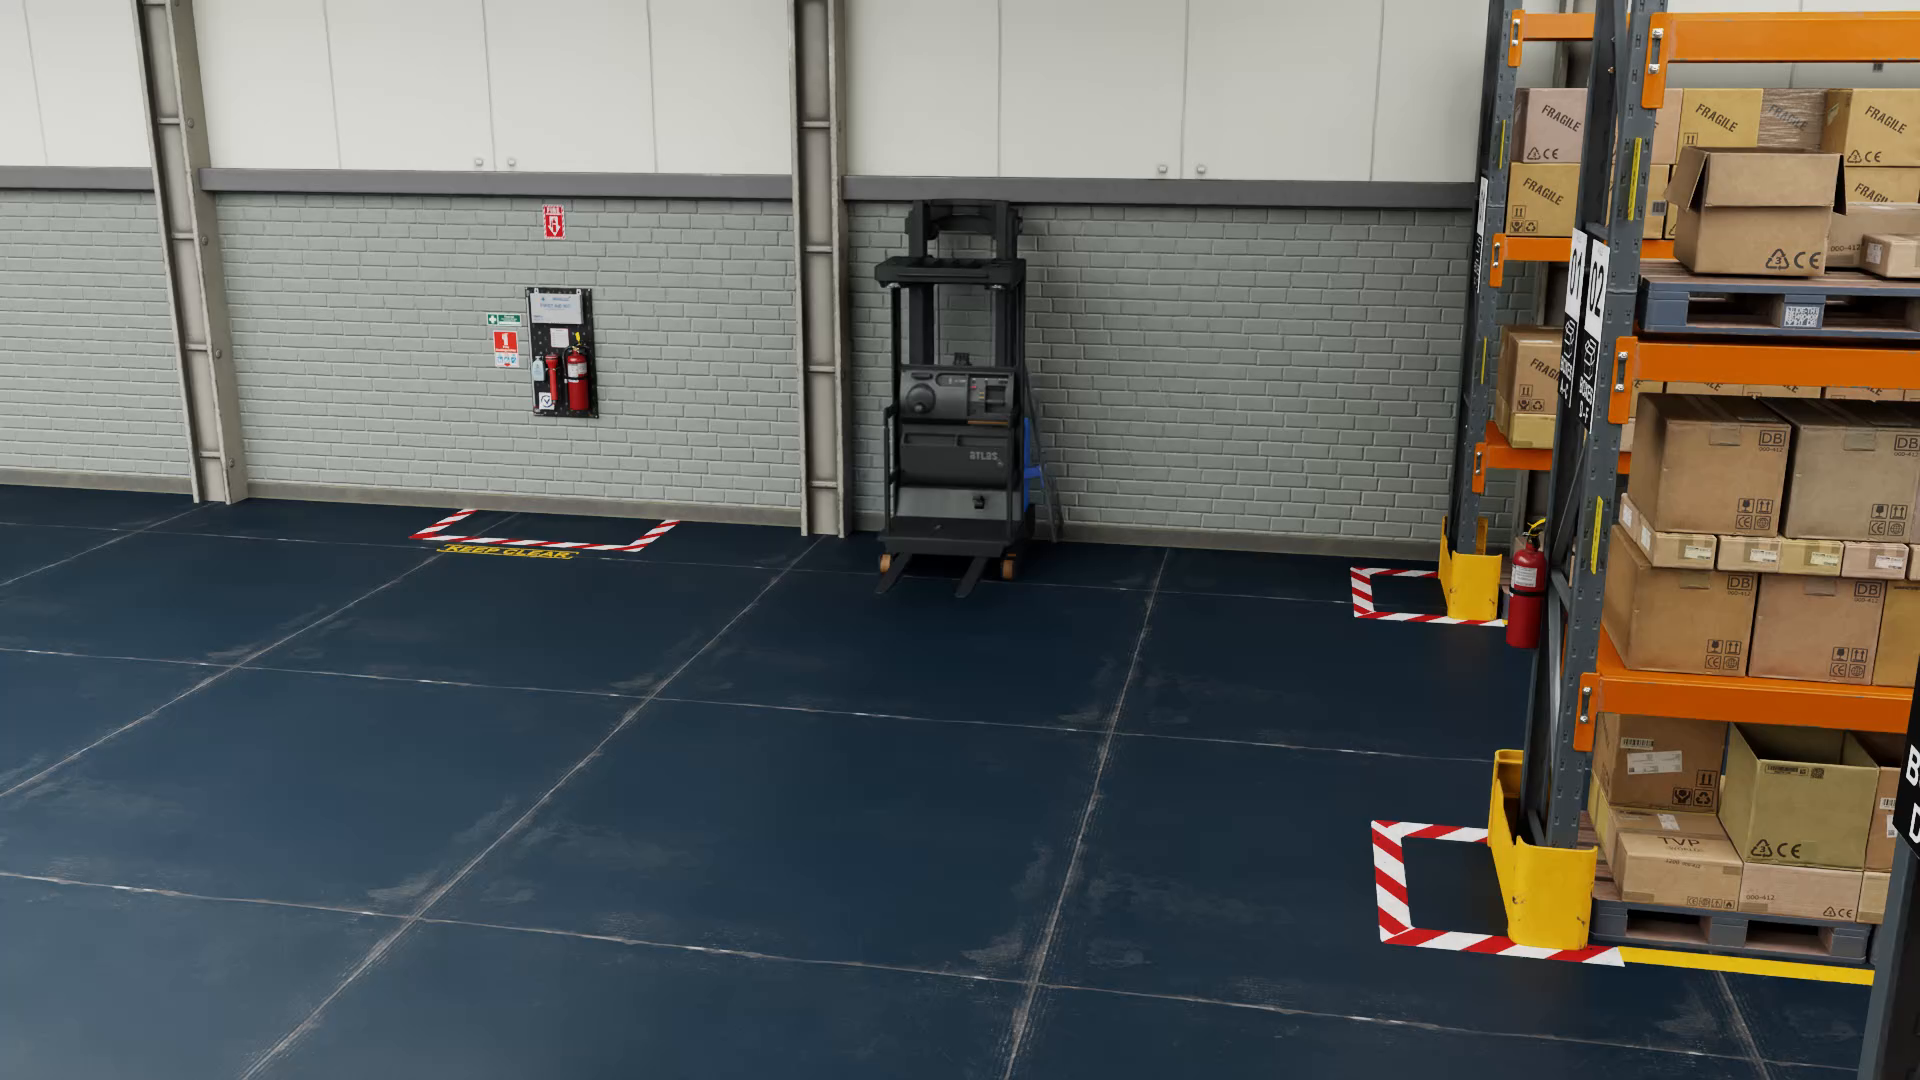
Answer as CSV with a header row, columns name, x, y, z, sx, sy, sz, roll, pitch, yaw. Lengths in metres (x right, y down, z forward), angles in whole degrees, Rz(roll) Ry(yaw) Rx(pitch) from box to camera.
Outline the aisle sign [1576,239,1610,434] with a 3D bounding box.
name,x,y,z,sx,sy,sz,roll,pitch,yaw
aisle sign,2.739,-0.887,7.205,0.004,0.787,0.394,3,16,11

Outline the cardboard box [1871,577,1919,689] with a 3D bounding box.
name,x,y,z,sx,sy,sz,roll,pitch,yaw
cardboard box,4.321,0.324,7.516,0.500,0.500,0.700,3,16,11

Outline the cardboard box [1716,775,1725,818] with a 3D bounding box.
name,x,y,z,sx,sy,sz,roll,pitch,yaw
cardboard box,3.941,1.387,8.231,0.500,0.250,0.500,3,16,11

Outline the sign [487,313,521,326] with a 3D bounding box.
name,x,y,z,sx,sy,sz,roll,pitch,yaw
sign,-4.106,-1.983,14.972,0.331,0.109,0.001,3,16,11

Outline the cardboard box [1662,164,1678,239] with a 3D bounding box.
name,x,y,z,sx,sy,sz,roll,pitch,yaw
cardboard box,5.155,-2.362,11.558,0.500,0.500,0.500,4,16,14

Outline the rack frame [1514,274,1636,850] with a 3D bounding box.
name,x,y,z,sx,sy,sz,roll,pitch,yaw
rack frame,2.865,0.289,7.829,0.127,3.000,1.000,3,16,11

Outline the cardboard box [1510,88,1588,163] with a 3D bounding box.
name,x,y,z,sx,sy,sz,roll,pitch,yaw
cardboard box,4.177,-2.908,11.654,0.500,0.500,0.500,2,16,7

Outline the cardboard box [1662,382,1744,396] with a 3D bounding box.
name,x,y,z,sx,sy,sz,roll,pitch,yaw
cardboard box,5.244,-1.143,11.840,0.500,0.500,0.500,3,16,9

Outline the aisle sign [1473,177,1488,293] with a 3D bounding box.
name,x,y,z,sx,sy,sz,roll,pitch,yaw
aisle sign,3.718,-2.185,11.891,0.004,0.787,0.394,3,16,11

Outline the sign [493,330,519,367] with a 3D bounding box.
name,x,y,z,sx,sy,sz,roll,pitch,yaw
sign,-4.108,-1.730,15.052,0.234,0.329,0.001,3,16,11

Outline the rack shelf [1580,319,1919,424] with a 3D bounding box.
name,x,y,z,sx,sy,sz,roll,pitch,yaw
rack shelf,4.825,-0.703,7.140,4.000,0.370,1.077,3,16,11

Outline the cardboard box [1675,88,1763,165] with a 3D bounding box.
name,x,y,z,sx,sy,sz,roll,pitch,yaw
cardboard box,5.163,-2.844,11.422,0.500,0.500,0.500,4,16,13

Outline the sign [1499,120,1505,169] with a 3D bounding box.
name,x,y,z,sx,sy,sz,roll,pitch,yaw
sign,3.740,-2.732,11.478,0.005,0.325,0.100,3,16,11

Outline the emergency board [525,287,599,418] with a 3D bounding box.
name,x,y,z,sx,sy,sz,roll,pitch,yaw
emergency board,-3.587,-1.656,14.853,0.643,1.169,0.194,3,16,11

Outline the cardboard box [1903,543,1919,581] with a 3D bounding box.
name,x,y,z,sx,sy,sz,roll,pitch,yaw
cardboard box,4.218,0.060,7.253,0.250,0.149,0.380,3,16,9

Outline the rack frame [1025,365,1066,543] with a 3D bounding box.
name,x,y,z,sx,sy,sz,roll,pitch,yaw
rack frame,0.719,-0.745,14.114,0.032,1.500,0.500,-9,5,14

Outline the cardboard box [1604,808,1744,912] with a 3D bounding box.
name,x,y,z,sx,sy,sz,roll,pitch,yaw
cardboard box,3.346,1.499,7.826,0.500,0.250,0.500,3,16,11

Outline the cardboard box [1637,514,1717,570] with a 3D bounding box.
name,x,y,z,sx,sy,sz,roll,pitch,yaw
cardboard box,3.206,0.006,7.450,0.250,0.149,0.380,3,16,11

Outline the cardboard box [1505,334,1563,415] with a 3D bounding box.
name,x,y,z,sx,sy,sz,roll,pitch,yaw
cardboard box,4.256,-1.201,12.049,0.500,0.500,0.500,3,16,11

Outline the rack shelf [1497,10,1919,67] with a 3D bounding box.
name,x,y,z,sx,sy,sz,roll,pitch,yaw
rack shelf,5.808,-3.443,11.419,4.000,0.370,1.077,3,16,11

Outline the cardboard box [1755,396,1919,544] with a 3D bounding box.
name,x,y,z,sx,sy,sz,roll,pitch,yaw
cardboard box,3.888,-0.327,7.434,0.500,0.500,0.700,3,16,10

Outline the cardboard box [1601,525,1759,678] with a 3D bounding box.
name,x,y,z,sx,sy,sz,roll,pitch,yaw
cardboard box,3.320,0.269,7.713,0.500,0.500,0.700,3,16,11

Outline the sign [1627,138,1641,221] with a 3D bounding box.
name,x,y,z,sx,sy,sz,roll,pitch,yaw
sign,2.748,-1.471,6.778,0.005,0.325,0.100,3,16,11

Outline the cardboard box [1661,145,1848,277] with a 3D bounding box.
name,x,y,z,sx,sy,sz,roll,pitch,yaw
cardboard box,3.427,-1.444,7.225,0.637,0.503,0.797,4,16,15

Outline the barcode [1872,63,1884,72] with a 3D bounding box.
name,x,y,z,sx,sy,sz,roll,pitch,yaw
barcode,6.492,-3.341,11.758,0.075,0.075,0.001,3,16,11

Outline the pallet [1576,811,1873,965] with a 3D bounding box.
name,x,y,z,sx,sy,sz,roll,pitch,yaw
pallet,3.622,1.663,8.093,1.213,0.211,1.003,3,16,11

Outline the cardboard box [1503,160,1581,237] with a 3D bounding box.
name,x,y,z,sx,sy,sz,roll,pitch,yaw
cardboard box,4.126,-2.427,11.791,0.500,0.500,0.500,4,16,13

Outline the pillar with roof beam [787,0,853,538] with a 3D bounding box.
name,x,y,z,sx,sy,sz,roll,pitch,yaw
pillar with roof beam,-2.031,-3.280,9.476,0.400,9.000,9.100,3,16,11

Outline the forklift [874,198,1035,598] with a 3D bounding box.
name,x,y,z,sx,sy,sz,roll,pitch,yaw
forklift,-0.055,-1.194,13.310,1.130,2.935,3.031,2,16,9

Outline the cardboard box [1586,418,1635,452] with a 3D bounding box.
name,x,y,z,sx,sy,sz,roll,pitch,yaw
cardboard box,4.775,-0.811,12.045,0.500,0.250,0.500,3,16,9

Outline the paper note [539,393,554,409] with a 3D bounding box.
name,x,y,z,sx,sy,sz,roll,pitch,yaw
paper note,-3.747,-1.259,15.070,0.142,0.148,0.016,3,16,11

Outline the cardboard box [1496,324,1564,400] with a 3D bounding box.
name,x,y,z,sx,sy,sz,roll,pitch,yaw
cardboard box,4.352,-1.336,12.535,0.500,0.500,0.500,3,16,10

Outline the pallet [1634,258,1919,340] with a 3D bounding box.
name,x,y,z,sx,sy,sz,roll,pitch,yaw
pallet,3.552,-1.069,7.280,1.213,0.211,1.003,3,16,11

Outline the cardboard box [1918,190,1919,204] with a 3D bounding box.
name,x,y,z,sx,sy,sz,roll,pitch,yaw
cardboard box,6.731,-2.290,11.296,0.500,0.500,0.500,2,16,6

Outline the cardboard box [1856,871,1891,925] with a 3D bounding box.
name,x,y,z,sx,sy,sz,roll,pitch,yaw
cardboard box,4.326,1.551,7.637,0.500,0.250,0.500,3,16,11

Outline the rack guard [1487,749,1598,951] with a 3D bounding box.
name,x,y,z,sx,sy,sz,roll,pitch,yaw
rack guard,2.841,1.493,8.167,0.348,0.500,1.175,3,16,11

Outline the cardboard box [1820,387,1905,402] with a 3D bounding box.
name,x,y,z,sx,sy,sz,roll,pitch,yaw
cardboard box,6.261,-1.092,11.653,0.500,0.500,0.500,3,16,9

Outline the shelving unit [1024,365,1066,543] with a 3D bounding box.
name,x,y,z,sx,sy,sz,roll,pitch,yaw
shelving unit,0.231,-0.668,14.235,1.048,1.500,0.538,-9,5,14

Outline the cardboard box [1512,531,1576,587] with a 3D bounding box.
name,x,y,z,sx,sy,sz,roll,pitch,yaw
cardboard box,4.508,0.137,12.590,0.500,0.311,0.500,1,16,5

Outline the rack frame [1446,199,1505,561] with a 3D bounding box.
name,x,y,z,sx,sy,sz,roll,pitch,yaw
rack frame,3.848,-1.007,12.507,0.127,3.000,1.000,3,16,11

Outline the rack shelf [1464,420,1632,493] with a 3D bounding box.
name,x,y,z,sx,sy,sz,roll,pitch,yaw
rack shelf,5.808,-0.554,12.219,4.000,0.370,1.077,3,16,11

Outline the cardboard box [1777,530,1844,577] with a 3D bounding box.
name,x,y,z,sx,sy,sz,roll,pitch,yaw
cardboard box,3.710,0.033,7.353,0.250,0.149,0.380,3,16,11

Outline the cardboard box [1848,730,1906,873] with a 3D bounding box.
name,x,y,z,sx,sy,sz,roll,pitch,yaw
cardboard box,4.329,1.187,7.548,0.500,0.500,0.500,3,16,11
